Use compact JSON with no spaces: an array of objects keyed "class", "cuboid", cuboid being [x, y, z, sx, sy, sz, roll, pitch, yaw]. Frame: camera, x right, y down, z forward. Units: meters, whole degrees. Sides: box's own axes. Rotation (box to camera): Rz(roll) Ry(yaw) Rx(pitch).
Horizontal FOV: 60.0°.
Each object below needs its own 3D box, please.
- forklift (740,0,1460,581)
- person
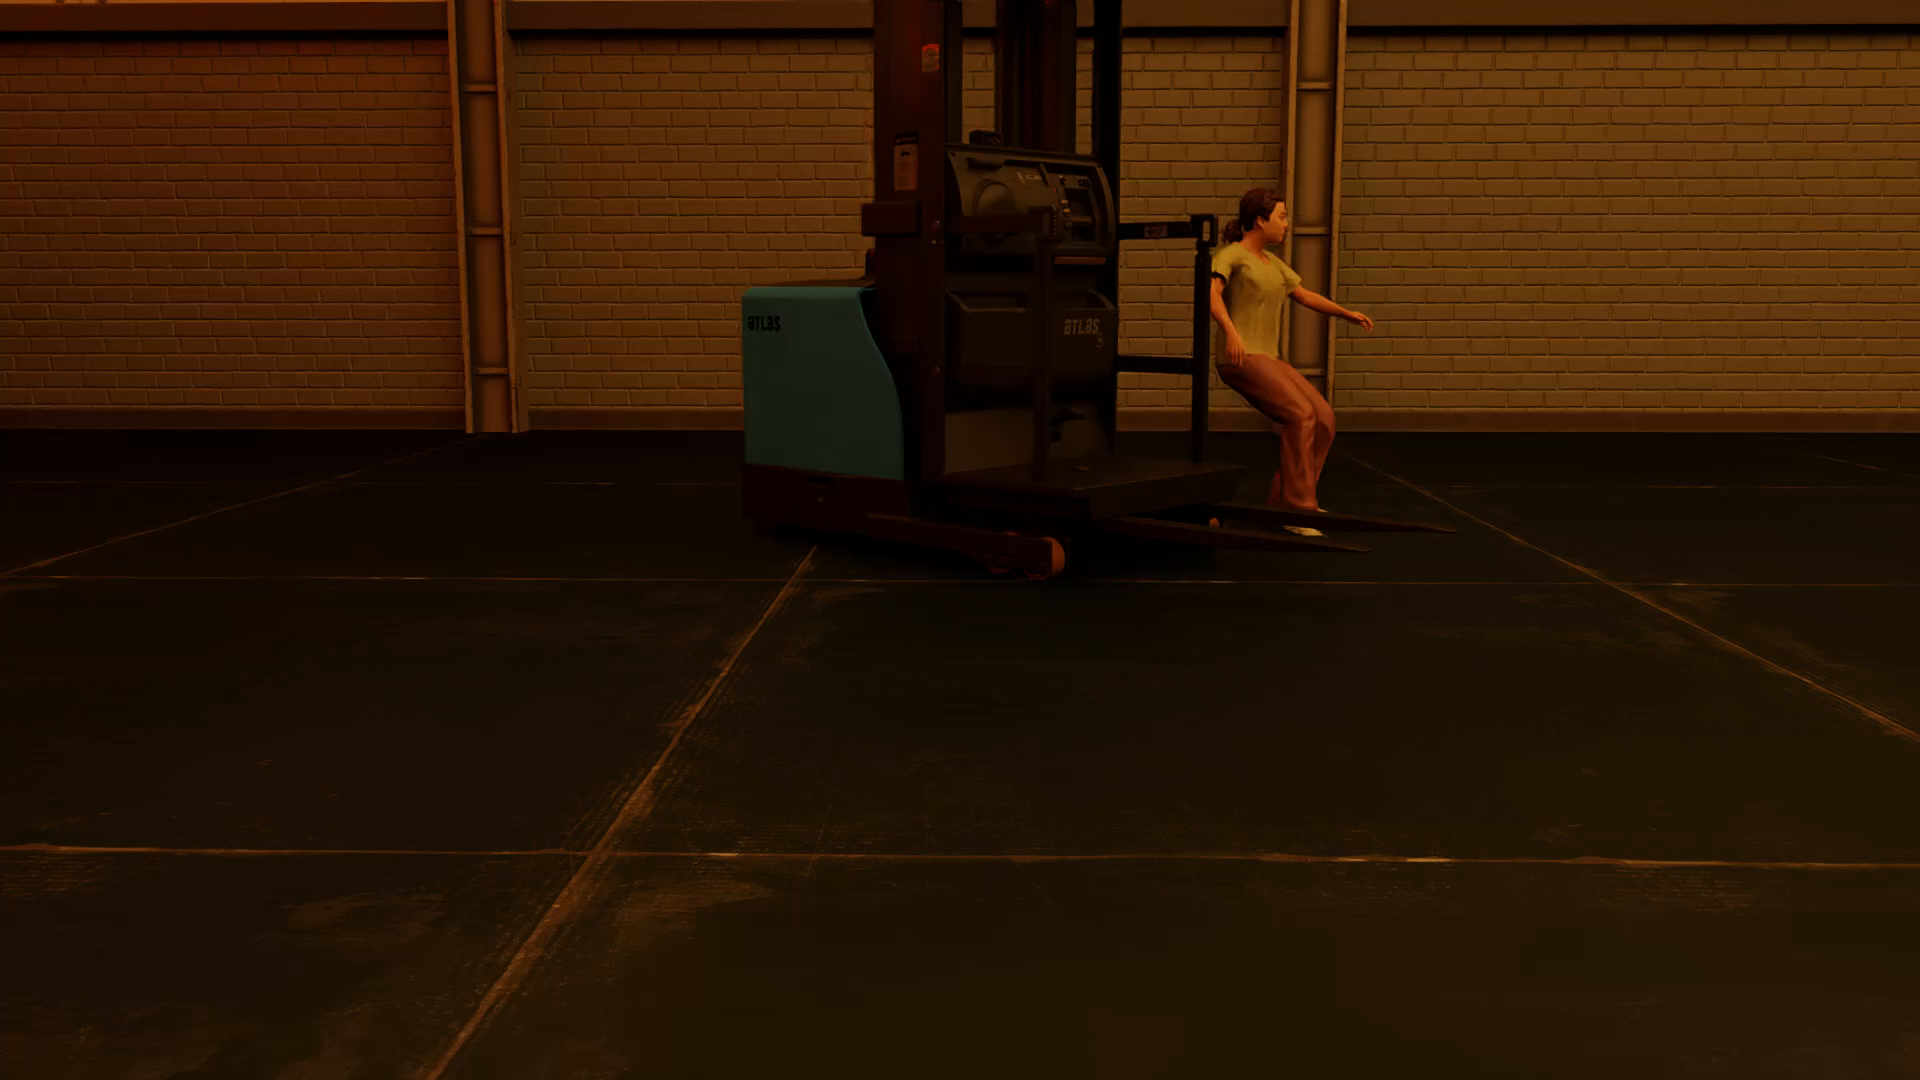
[{"class":"forklift","cuboid":[0.448,-1.386,6.494,3.031,2.935,1.130,8,12,43]},{"class":"person","cuboid":[1.446,-0.791,7.465,0.702,1.570,0.810,6,10,32]}]
